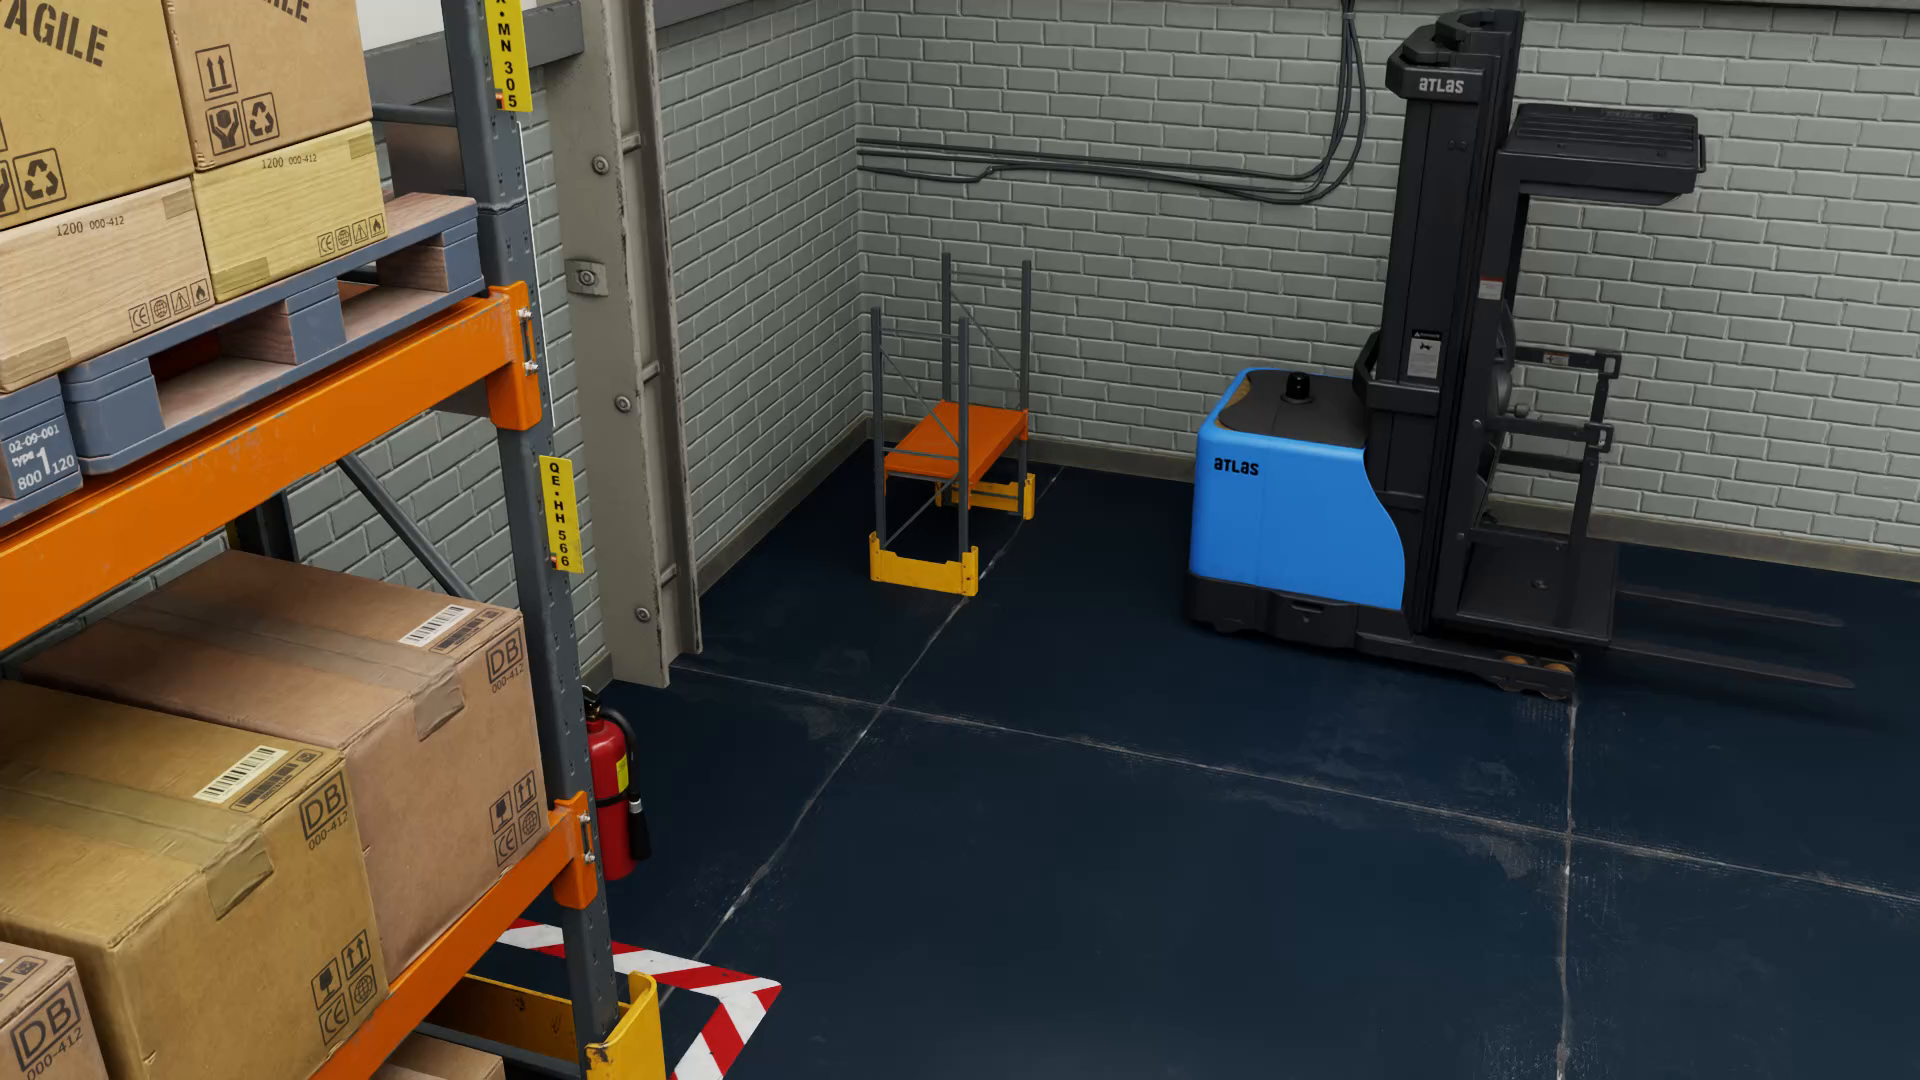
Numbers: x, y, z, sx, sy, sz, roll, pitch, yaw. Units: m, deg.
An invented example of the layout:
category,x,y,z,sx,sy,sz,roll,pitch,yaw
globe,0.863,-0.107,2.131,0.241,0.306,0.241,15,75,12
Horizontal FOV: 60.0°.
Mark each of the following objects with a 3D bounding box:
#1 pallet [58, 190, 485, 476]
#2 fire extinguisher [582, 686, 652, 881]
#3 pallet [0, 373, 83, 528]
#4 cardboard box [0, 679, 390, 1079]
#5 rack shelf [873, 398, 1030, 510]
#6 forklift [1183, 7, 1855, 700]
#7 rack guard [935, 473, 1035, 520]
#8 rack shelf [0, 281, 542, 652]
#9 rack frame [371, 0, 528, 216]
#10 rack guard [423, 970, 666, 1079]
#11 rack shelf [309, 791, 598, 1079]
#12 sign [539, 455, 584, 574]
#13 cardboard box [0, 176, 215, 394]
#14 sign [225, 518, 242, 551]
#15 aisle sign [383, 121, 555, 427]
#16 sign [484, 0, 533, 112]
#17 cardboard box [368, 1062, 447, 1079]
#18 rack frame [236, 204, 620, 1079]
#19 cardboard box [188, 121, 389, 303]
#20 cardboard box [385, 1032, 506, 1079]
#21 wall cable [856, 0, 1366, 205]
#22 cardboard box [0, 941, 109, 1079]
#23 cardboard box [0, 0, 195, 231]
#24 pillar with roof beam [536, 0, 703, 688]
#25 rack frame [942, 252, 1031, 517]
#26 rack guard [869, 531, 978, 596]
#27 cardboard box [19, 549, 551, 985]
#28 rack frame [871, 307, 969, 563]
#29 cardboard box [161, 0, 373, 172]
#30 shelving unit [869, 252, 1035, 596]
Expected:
category,x,y,z,sx,sy,sz,roll,pitch,yaw
pallet,-1.787,-0.525,3.552,1.003,0.211,1.213,9,27,17
fire extinguisher,-1.065,0.686,4.907,0.296,0.674,0.183,9,27,17
pallet,-2.191,-0.022,2.513,1.003,0.211,1.213,9,27,17
cardboard box,-1.942,0.855,3.697,0.980,0.700,0.700,9,27,17
rack shelf,-0.028,-0.478,8.929,0.538,0.185,1.000,9,27,17
forklift,2.689,-0.840,7.621,3.031,2.935,1.130,10,28,19
rack guard,0.140,-0.286,9.554,0.587,0.250,0.087,9,27,17
rack shelf,-2.216,0.274,2.625,1.077,0.370,4.000,9,27,17
rack frame,-1.550,-2.222,3.512,1.000,3.000,0.127,9,27,17
rack guard,-1.542,1.594,5.385,1.175,0.500,0.348,9,27,17
rack shelf,-2.216,1.624,3.279,1.077,0.370,4.000,9,27,17
sign,-1.043,-0.065,4.341,0.100,0.325,0.005,9,27,17
cardboard box,-1.716,-0.485,2.942,0.500,0.250,0.500,8,27,15
sign,-2.071,-0.030,4.785,0.100,0.325,0.005,9,27,17
aisle sign,-1.243,-0.678,4.224,0.394,0.787,0.004,9,27,17
sign,-1.043,-1.150,3.816,0.100,0.325,0.005,9,27,17
cardboard box,-1.560,1.504,4.344,0.380,0.149,0.250,8,27,17
rack frame,-1.550,0.479,4.819,1.000,3.000,0.127,9,27,17
cardboard box,-1.544,-0.699,3.384,0.500,0.250,0.500,10,27,19
cardboard box,-1.689,1.717,4.649,0.700,0.500,0.500,9,27,17
wall cable,0.669,-3.096,8.882,3.097,2.526,0.112,9,27,17
cardboard box,-2.204,1.167,3.053,0.980,0.700,0.700,7,27,15
cardboard box,-1.713,-0.831,2.797,0.500,0.500,0.500,10,27,19
pillar with roof beam,2.592,-2.832,4.773,9.100,9.000,0.400,9,27,17
rack frame,0.141,-0.849,9.282,0.500,1.500,0.032,9,27,17
rack guard,-0.191,0.123,8.708,0.587,0.250,0.087,9,27,17
cardboard box,-1.710,0.555,4.318,0.980,0.700,0.700,10,28,20
rack frame,-0.198,-0.431,8.419,0.500,1.500,0.032,9,27,17
cardboard box,-1.536,-1.035,3.219,0.500,0.500,0.500,9,27,17
shelving unit,-0.025,-0.644,8.858,0.587,1.500,1.083,9,27,17
